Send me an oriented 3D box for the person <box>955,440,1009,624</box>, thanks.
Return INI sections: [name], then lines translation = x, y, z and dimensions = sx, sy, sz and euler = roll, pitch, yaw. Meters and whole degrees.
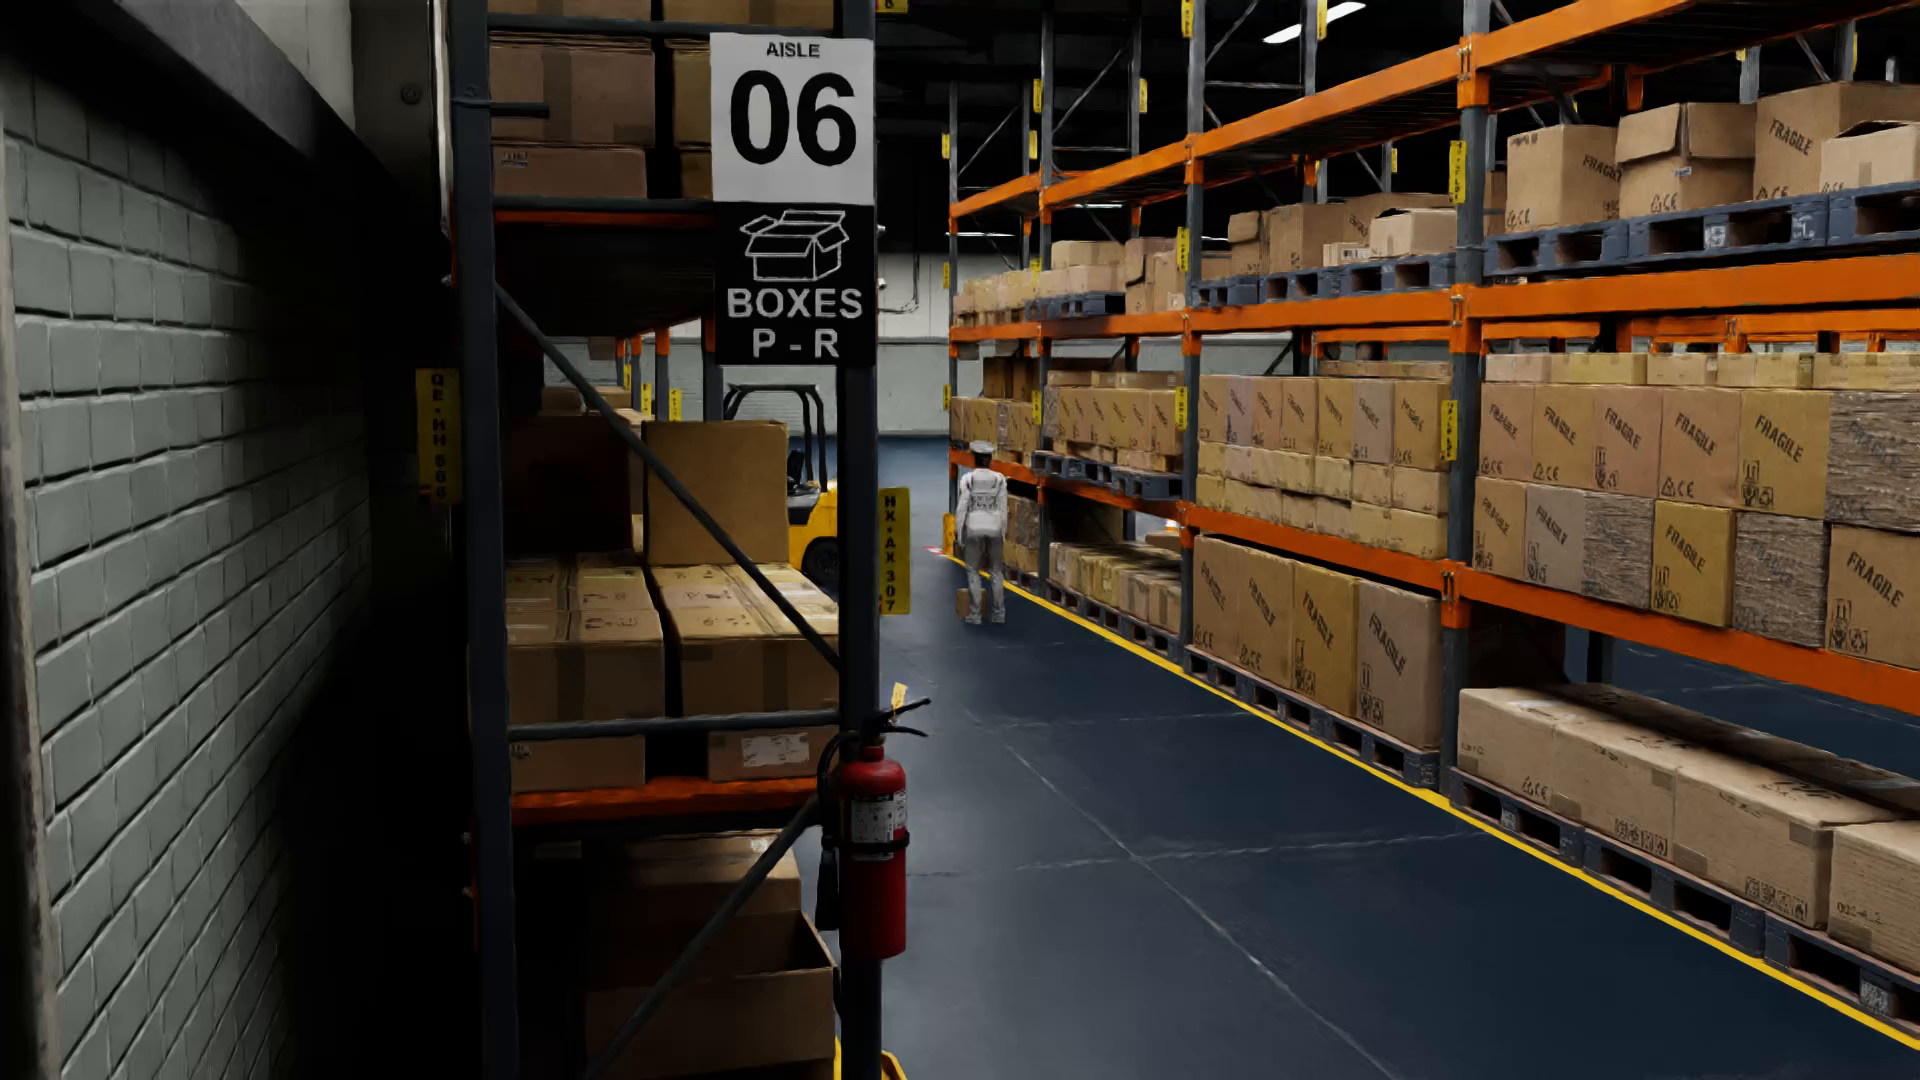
[person]
translation = 0.196, -0.072, 15.225
dimensions = 0.489, 1.689, 0.374
euler = -1, 6, -11
